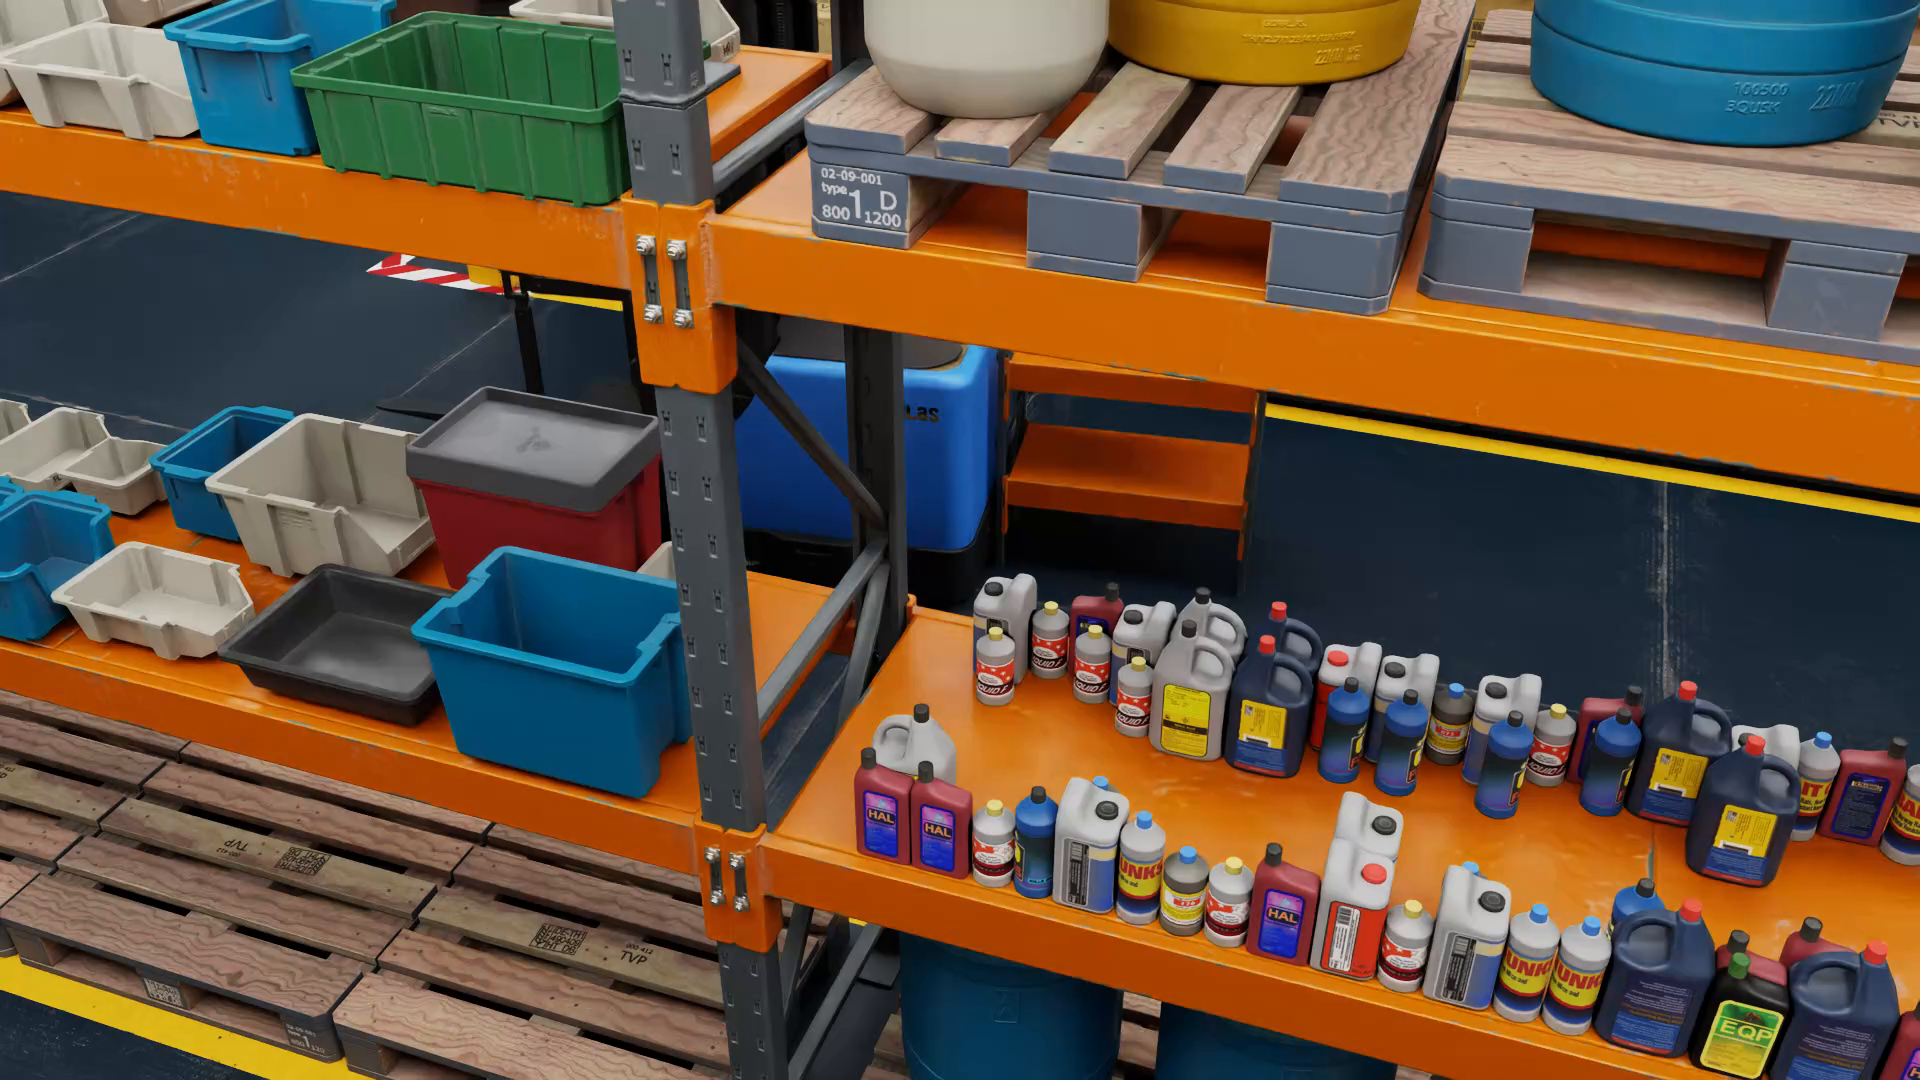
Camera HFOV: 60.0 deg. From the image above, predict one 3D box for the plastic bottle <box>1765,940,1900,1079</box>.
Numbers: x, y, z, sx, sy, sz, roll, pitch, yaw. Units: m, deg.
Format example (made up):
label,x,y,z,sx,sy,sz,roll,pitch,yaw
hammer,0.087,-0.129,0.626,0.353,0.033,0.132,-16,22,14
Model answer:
label,x,y,z,sx,sy,sz,roll,pitch,yaw
plastic bottle,1.663,0.890,3.152,0.185,0.351,0.144,11,34,16

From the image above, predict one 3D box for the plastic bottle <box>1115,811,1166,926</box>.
label,x,y,z,sx,sy,sz,roll,pitch,yaw
plastic bottle,0.385,0.688,3.537,0.097,0.271,0.097,0,33,0

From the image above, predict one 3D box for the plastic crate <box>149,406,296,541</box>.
label,x,y,z,sx,sy,sz,roll,pitch,yaw
plastic crate,-2.112,-0.189,4.877,0.300,0.233,0.416,11,34,16

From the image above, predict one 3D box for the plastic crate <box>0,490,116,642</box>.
label,x,y,z,sx,sy,sz,roll,pitch,yaw
plastic crate,-2.489,0.075,4.468,0.300,0.233,0.416,11,34,16

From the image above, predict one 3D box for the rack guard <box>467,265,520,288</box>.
label,x,y,z,sx,sy,sz,roll,pitch,yaw
rack guard,-2.484,-1.963,9.829,0.348,0.500,1.175,11,34,16

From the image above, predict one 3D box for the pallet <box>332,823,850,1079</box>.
label,x,y,z,sx,sy,sz,roll,pitch,yaw
pallet,-1.072,1.309,5.027,1.213,0.211,1.003,11,34,16

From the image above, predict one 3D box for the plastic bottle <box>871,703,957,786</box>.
label,x,y,z,sx,sy,sz,roll,pitch,yaw
plastic bottle,-0.106,0.511,3.739,0.185,0.351,0.144,11,34,16

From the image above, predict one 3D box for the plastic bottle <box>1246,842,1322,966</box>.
label,x,y,z,sx,sy,sz,roll,pitch,yaw
plastic bottle,0.671,0.749,3.432,0.133,0.283,0.061,11,34,16

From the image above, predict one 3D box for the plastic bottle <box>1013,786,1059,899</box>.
label,x,y,z,sx,sy,sz,roll,pitch,yaw
plastic bottle,0.167,0.646,3.603,0.097,0.271,0.097,0,33,0

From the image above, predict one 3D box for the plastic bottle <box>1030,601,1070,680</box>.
label,x,y,z,sx,sy,sz,roll,pitch,yaw
plastic bottle,0.232,0.250,4.280,0.097,0.201,0.097,0,33,0

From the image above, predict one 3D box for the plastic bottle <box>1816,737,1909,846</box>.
label,x,y,z,sx,sy,sz,roll,pitch,yaw
plastic bottle,2.028,0.555,3.733,0.133,0.283,0.061,11,34,16

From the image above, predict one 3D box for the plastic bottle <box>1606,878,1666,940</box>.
label,x,y,z,sx,sy,sz,roll,pitch,yaw
plastic bottle,1.363,0.795,3.372,0.097,0.271,0.097,0,33,0

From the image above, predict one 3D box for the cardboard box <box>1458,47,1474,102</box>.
label,x,y,z,sx,sy,sz,roll,pitch,yaw
cardboard box,2.127,-2.015,7.513,0.500,0.500,0.500,11,34,17

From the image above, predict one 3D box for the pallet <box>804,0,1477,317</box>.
label,x,y,z,sx,sy,sz,roll,pitch,yaw
pallet,0.404,-0.835,3.186,1.003,0.211,1.213,11,34,16

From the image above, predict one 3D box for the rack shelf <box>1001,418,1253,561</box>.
label,x,y,z,sx,sy,sz,roll,pitch,yaw
rack shelf,0.715,-0.224,7.010,1.000,0.278,0.538,7,33,10

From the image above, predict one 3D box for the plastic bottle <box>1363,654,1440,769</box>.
label,x,y,z,sx,sy,sz,roll,pitch,yaw
plastic bottle,1.059,0.396,3.986,0.135,0.276,0.152,11,34,16

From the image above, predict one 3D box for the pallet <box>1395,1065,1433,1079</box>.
label,x,y,z,sx,sy,sz,roll,pitch,yaw
pallet,1.498,1.809,4.254,1.213,0.211,1.003,11,34,16

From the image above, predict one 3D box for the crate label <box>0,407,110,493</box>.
label,x,y,z,sx,sy,sz,roll,pitch,yaw
crate label,-2.765,-0.238,5.041,0.243,0.136,0.396,11,34,16

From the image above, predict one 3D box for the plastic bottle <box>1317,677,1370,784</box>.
label,x,y,z,sx,sy,sz,roll,pitch,yaw
plastic bottle,0.908,0.440,3.922,0.097,0.271,0.097,0,33,0

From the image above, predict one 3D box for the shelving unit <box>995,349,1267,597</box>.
label,x,y,z,sx,sy,sz,roll,pitch,yaw
shelving unit,0.715,-0.429,6.878,1.048,1.125,0.538,7,33,10

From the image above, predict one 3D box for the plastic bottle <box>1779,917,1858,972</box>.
label,x,y,z,sx,sy,sz,roll,pitch,yaw
plastic bottle,1.673,0.861,3.259,0.133,0.283,0.061,11,34,16

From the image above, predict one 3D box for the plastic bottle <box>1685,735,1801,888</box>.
label,x,y,z,sx,sy,sz,roll,pitch,yaw
plastic bottle,1.722,0.578,3.634,0.185,0.351,0.144,11,34,16

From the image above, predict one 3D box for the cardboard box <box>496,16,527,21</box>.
label,x,y,z,sx,sy,sz,roll,pitch,yaw
cardboard box,-2.100,-2.845,8.755,0.500,0.250,0.500,10,34,15

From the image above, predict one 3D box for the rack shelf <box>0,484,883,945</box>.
label,x,y,z,sx,sy,sz,roll,pitch,yaw
rack shelf,-2.249,0.189,4.855,4.000,0.370,1.077,11,34,16

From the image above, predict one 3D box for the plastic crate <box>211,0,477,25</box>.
label,x,y,z,sx,sy,sz,roll,pitch,yaw
plastic crate,-1.443,-1.320,3.884,0.590,0.269,0.497,11,34,16

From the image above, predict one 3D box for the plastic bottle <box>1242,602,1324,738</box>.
label,x,y,z,sx,sy,sz,roll,pitch,yaw
plastic bottle,0.783,0.308,4.053,0.185,0.351,0.144,11,34,16

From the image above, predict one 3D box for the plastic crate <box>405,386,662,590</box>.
label,x,y,z,sx,sy,sz,roll,pitch,yaw
plastic crate,-1.122,-0.091,4.511,0.583,0.464,0.402,11,34,16

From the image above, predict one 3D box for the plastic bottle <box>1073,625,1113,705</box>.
label,x,y,z,sx,sy,sz,roll,pitch,yaw
plastic bottle,0.337,0.306,4.194,0.097,0.201,0.097,0,33,0

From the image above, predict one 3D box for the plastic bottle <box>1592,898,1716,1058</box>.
label,x,y,z,sx,sy,sz,roll,pitch,yaw
plastic bottle,1.363,0.831,3.242,0.185,0.351,0.144,11,34,16

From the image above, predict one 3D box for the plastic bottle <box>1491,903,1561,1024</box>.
label,x,y,z,sx,sy,sz,roll,pitch,yaw
plastic bottle,1.131,0.833,3.313,0.097,0.271,0.097,0,33,0

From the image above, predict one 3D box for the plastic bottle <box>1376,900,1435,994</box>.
label,x,y,z,sx,sy,sz,roll,pitch,yaw
plastic bottle,0.912,0.820,3.398,0.097,0.201,0.097,0,33,0

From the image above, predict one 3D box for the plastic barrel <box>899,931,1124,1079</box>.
label,x,y,z,sx,sy,sz,roll,pitch,yaw
plastic barrel,0.140,1.066,4.381,0.708,0.901,0.600,11,34,16

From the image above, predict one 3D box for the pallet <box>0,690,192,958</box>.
label,x,y,z,sx,sy,sz,roll,pitch,yaw
pallet,-3.369,0.863,5.719,1.213,0.211,1.003,11,34,16

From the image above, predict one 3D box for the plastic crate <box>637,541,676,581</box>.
label,x,y,z,sx,sy,sz,roll,pitch,yaw
plastic crate,-0.756,0.180,4.393,0.243,0.136,0.396,11,34,16

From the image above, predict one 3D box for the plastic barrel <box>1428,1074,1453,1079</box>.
label,x,y,z,sx,sy,sz,roll,pitch,yaw
plastic barrel,1.308,1.508,4.055,0.421,0.512,0.421,0,33,0

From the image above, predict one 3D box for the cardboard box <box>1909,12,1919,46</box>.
label,x,y,z,sx,sy,sz,roll,pitch,yaw
cardboard box,3.775,-2.271,6.984,0.637,0.503,0.797,12,35,18

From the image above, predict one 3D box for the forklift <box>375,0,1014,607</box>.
label,x,y,z,sx,sy,sz,roll,pitch,yaw
forklift,-1.331,-1.358,6.651,3.031,2.935,1.130,7,33,10

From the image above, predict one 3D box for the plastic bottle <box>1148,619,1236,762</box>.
label,x,y,z,sx,sy,sz,roll,pitch,yaw
plastic bottle,0.561,0.348,3.991,0.185,0.351,0.144,11,34,16

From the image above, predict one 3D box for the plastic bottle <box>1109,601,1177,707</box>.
label,x,y,z,sx,sy,sz,roll,pitch,yaw
plastic bottle,0.458,0.279,4.167,0.135,0.276,0.152,11,34,16

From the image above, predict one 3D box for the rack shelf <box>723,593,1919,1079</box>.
label,x,y,z,sx,sy,sz,roll,pitch,yaw
rack shelf,1.516,0.921,3.722,4.000,0.370,1.077,11,34,16

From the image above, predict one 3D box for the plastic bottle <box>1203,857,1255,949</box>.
label,x,y,z,sx,sy,sz,roll,pitch,yaw
plastic bottle,0.568,0.753,3.501,0.097,0.201,0.097,0,33,0

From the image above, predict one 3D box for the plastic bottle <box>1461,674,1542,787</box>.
label,x,y,z,sx,sy,sz,roll,pitch,yaw
plastic bottle,1.277,0.438,3.921,0.135,0.276,0.152,11,34,16

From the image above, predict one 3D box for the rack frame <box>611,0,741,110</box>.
label,x,y,z,sx,sy,sz,roll,pitch,yaw
rack frame,-0.366,-2.268,2.466,0.127,3.000,1.000,11,34,16

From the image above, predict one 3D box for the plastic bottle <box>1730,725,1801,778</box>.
label,x,y,z,sx,sy,sz,roll,pitch,yaw
plastic bottle,1.795,0.539,3.765,0.135,0.276,0.152,11,34,16

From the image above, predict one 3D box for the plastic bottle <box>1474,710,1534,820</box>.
label,x,y,z,sx,sy,sz,roll,pitch,yaw
plastic bottle,1.253,0.507,3.818,0.097,0.271,0.097,0,33,0

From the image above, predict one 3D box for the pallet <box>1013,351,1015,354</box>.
label,x,y,z,sx,sy,sz,roll,pitch,yaw
pallet,0.615,-1.284,9.044,1.213,0.211,1.003,11,34,16

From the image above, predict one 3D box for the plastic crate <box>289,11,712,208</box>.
label,x,y,z,sx,sy,sz,roll,pitch,yaw
plastic crate,-0.867,-0.842,3.218,0.662,0.188,0.450,11,34,16

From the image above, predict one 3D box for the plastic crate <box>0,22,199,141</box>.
label,x,y,z,sx,sy,sz,roll,pitch,yaw
plastic crate,-1.692,-0.935,3.411,0.466,0.136,0.293,11,34,16

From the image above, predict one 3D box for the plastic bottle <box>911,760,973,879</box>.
label,x,y,z,sx,sy,sz,roll,pitch,yaw
plastic bottle,-0.040,0.611,3.646,0.133,0.283,0.061,11,34,16

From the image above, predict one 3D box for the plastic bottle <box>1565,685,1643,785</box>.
label,x,y,z,sx,sy,sz,roll,pitch,yaw
plastic bottle,1.510,0.454,3.889,0.133,0.283,0.061,11,34,16

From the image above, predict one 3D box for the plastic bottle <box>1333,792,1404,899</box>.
label,x,y,z,sx,sy,sz,roll,pitch,yaw
plastic bottle,0.864,0.676,3.552,0.135,0.276,0.152,11,34,16

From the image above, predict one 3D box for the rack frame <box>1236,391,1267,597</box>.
label,x,y,z,sx,sy,sz,roll,pitch,yaw
rack frame,1.212,-0.372,6.789,0.032,1.125,0.500,7,33,10

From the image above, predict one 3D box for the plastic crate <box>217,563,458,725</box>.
label,x,y,z,sx,sy,sz,roll,pitch,yaw
plastic crate,-1.511,0.275,4.256,0.590,0.125,0.437,11,34,16

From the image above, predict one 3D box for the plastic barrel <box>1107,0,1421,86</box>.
label,x,y,z,sx,sy,sz,roll,pitch,yaw
plastic barrel,0.561,-1.200,3.017,0.600,0.588,0.600,0,33,0

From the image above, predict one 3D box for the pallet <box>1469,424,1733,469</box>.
label,x,y,z,sx,sy,sz,roll,pitch,yaw
pallet,3.209,-0.780,8.263,1.213,0.211,1.003,11,34,16
